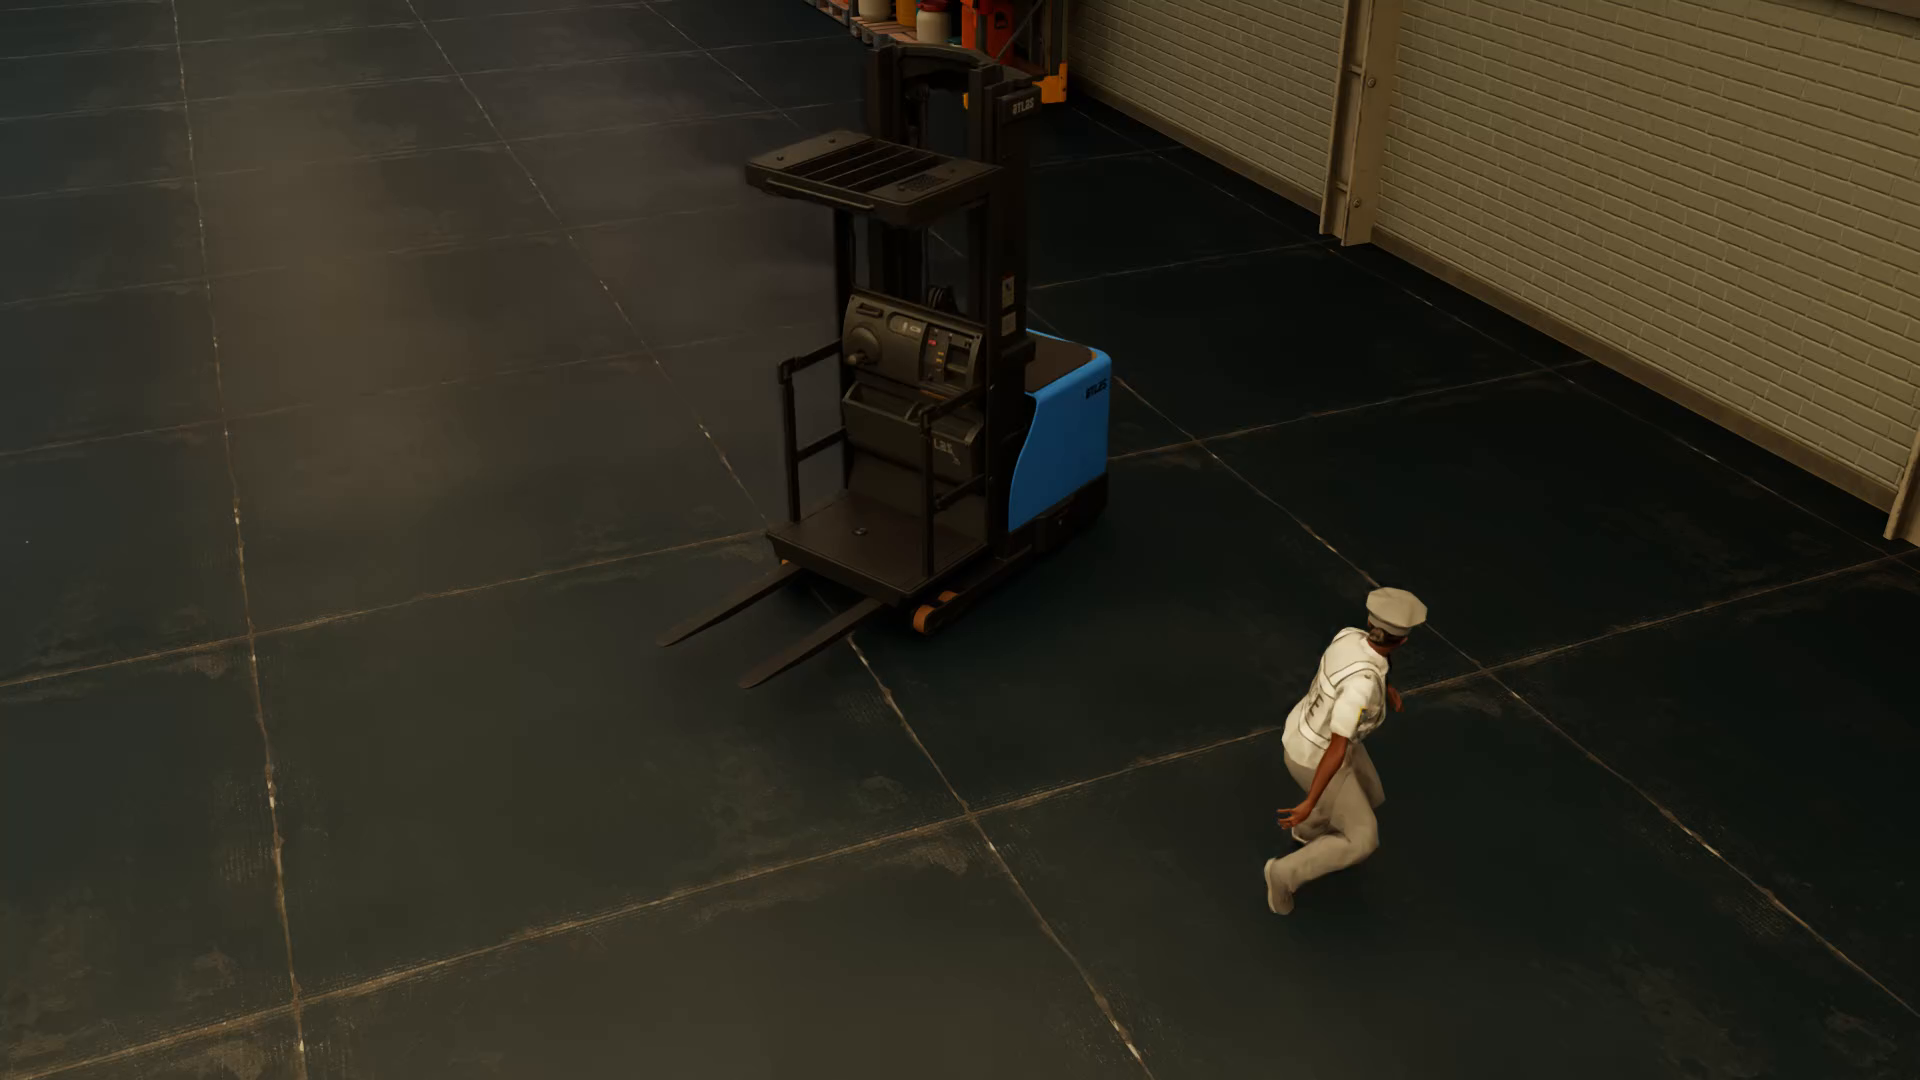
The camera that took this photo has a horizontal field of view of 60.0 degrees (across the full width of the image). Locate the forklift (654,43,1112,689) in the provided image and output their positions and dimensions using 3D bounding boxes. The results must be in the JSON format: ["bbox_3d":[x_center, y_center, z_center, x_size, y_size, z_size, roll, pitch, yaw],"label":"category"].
[{"bbox_3d":[-0.395,-1.025,8.913,1.130,2.935,3.031,22,36,33],"label":"forklift"}]

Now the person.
[{"bbox_3d":[1.605,0.927,7.019,0.504,1.532,0.908,10,31,17],"label":"person"}]
